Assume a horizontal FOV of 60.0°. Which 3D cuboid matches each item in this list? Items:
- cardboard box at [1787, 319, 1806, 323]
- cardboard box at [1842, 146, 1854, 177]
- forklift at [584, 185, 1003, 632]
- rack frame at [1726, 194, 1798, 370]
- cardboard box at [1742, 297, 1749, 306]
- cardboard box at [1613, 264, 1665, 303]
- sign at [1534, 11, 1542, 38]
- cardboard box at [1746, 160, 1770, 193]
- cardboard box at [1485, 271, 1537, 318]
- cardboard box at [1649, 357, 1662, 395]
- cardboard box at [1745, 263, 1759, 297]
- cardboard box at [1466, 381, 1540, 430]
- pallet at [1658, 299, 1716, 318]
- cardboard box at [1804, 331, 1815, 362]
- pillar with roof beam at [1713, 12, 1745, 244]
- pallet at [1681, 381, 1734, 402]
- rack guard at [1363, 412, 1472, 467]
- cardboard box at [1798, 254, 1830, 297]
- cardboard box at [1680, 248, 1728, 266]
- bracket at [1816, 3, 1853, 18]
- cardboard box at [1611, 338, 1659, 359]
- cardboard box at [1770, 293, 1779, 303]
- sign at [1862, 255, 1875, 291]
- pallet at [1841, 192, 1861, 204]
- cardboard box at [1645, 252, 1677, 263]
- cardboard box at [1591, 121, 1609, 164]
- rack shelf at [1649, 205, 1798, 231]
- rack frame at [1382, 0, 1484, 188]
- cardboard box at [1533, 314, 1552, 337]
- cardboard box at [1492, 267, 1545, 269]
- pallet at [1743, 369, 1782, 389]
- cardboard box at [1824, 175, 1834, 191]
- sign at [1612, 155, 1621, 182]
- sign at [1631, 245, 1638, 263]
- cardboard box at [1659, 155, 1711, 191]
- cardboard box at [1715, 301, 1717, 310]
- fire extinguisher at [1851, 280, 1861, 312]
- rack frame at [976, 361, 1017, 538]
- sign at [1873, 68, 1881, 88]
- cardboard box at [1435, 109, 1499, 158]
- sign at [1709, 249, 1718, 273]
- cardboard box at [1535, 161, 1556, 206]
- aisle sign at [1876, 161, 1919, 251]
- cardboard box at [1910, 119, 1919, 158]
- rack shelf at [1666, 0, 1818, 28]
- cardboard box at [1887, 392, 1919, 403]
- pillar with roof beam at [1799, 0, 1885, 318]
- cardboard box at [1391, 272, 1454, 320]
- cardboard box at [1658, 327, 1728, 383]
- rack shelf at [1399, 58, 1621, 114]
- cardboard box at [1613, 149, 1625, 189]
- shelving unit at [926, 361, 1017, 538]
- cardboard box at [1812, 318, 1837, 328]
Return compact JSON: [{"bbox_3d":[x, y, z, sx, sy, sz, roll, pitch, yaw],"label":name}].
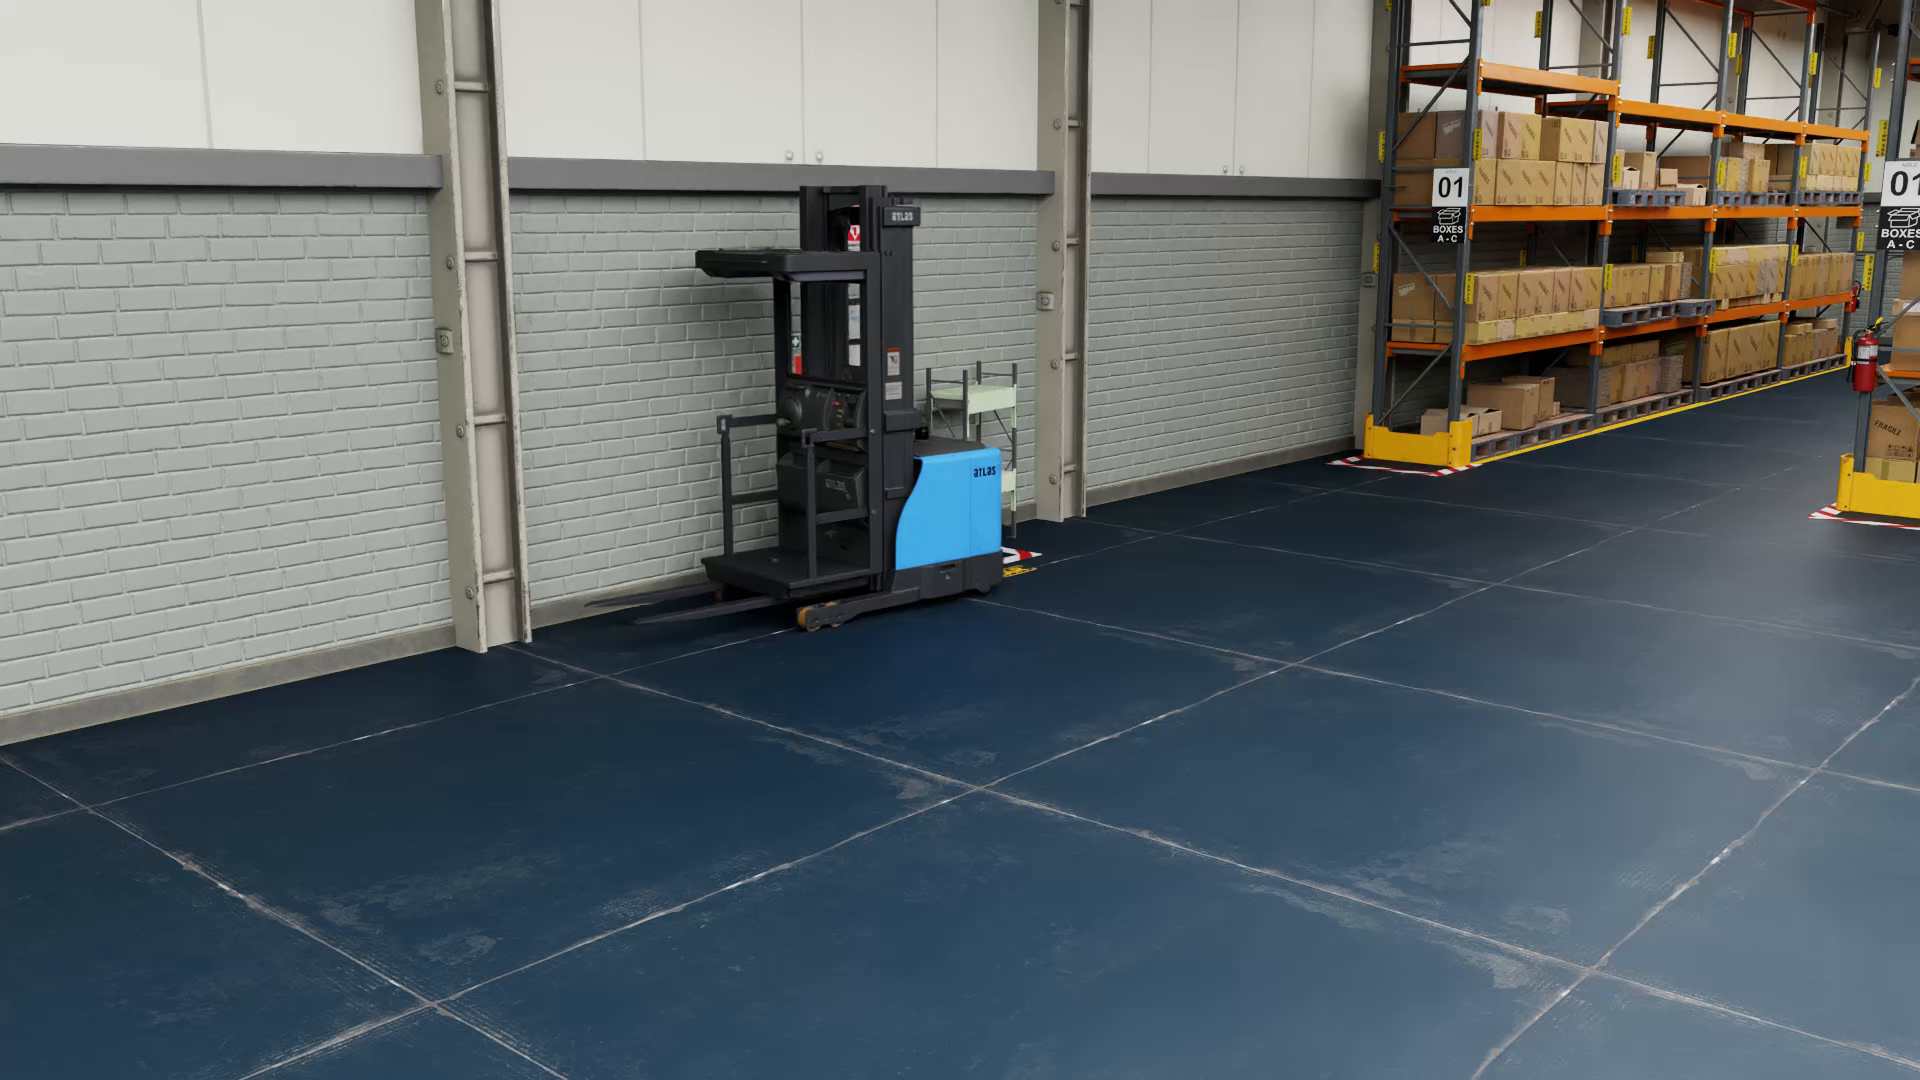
[{"bbox_3d":[14.673,-3.819,29.325,0.380,0.149,0.250,10,15,41],"label":"cardboard box"},{"bbox_3d":[15.010,-6.508,28.621,0.500,0.500,0.500,10,15,42],"label":"cardboard box"},{"bbox_3d":[-1.121,-0.938,11.426,3.031,2.935,1.130,-10,15,-41],"label":"forklift"},{"bbox_3d":[12.987,-4.115,27.155,1.000,3.000,0.127,10,15,40],"label":"rack frame"},{"bbox_3d":[11.920,-3.696,25.650,0.380,0.149,0.250,10,15,42],"label":"cardboard box"},{"bbox_3d":[9.238,-3.535,22.871,0.700,0.500,0.500,10,15,40],"label":"cardboard box"},{"bbox_3d":[7.285,-6.486,20.923,0.100,0.325,0.005,10,15,40],"label":"sign"},{"bbox_3d":[12.323,-5.735,26.232,0.700,0.500,0.500,9,14,37],"label":"cardboard box"},{"bbox_3d":[6.286,-2.831,19.146,0.500,0.500,0.500,9,14,39],"label":"cardboard box"},{"bbox_3d":[9.483,-2.343,23.542,0.700,0.500,0.500,10,15,40],"label":"cardboard box"},{"bbox_3d":[11.878,-3.996,25.493,0.500,0.500,0.500,10,15,42],"label":"cardboard box"},{"bbox_3d":[6.488,-1.615,19.897,0.700,0.500,0.500,9,14,37],"label":"cardboard box"},{"bbox_3d":[9.956,-3.314,23.634,1.213,0.211,1.003,10,15,40],"label":"pallet"},{"bbox_3d":[14.232,-3.341,28.588,0.700,0.500,0.500,10,15,42],"label":"cardboard box"},{"bbox_3d":[16.033,-6.715,24.857,9.100,9.000,0.548,10,15,40],"label":"pillar with roof beam"},{"bbox_3d":[10.923,-2.265,25.014,1.003,0.211,1.213,10,15,40],"label":"pallet"},{"bbox_3d":[5.115,-1.135,18.617,1.175,0.500,0.348,10,15,40],"label":"rack guard"},{"bbox_3d":[14.316,-4.555,28.591,0.980,0.700,0.700,9,14,38],"label":"cardboard box"},{"bbox_3d":[10.858,-4.137,24.283,0.500,0.250,0.500,10,15,42],"label":"cardboard box"},{"bbox_3d":[15.040,-9.431,29.265,0.076,0.066,4.783,10,15,40],"label":"bracket"},{"bbox_3d":[9.487,-2.696,23.394,0.500,0.250,0.500,10,15,41],"label":"cardboard box"},{"bbox_3d":[12.827,-3.875,26.544,0.380,0.149,0.250,10,15,41],"label":"cardboard box"},{"bbox_3d":[8.390,-2.466,15.337,0.100,0.325,0.005,10,15,40],"label":"sign"},{"bbox_3d":[15.145,-6.020,29.263,1.003,0.211,1.213,10,15,40],"label":"pallet"},{"bbox_3d":[9.940,-4.005,23.572,0.380,0.149,0.250,7,13,31],"label":"cardboard box"},{"bbox_3d":[7.579,-4.849,20.314,0.500,0.500,0.500,8,14,36],"label":"cardboard box"},{"bbox_3d":[11.666,-4.939,25.459,1.077,0.370,4.000,10,15,40],"label":"rack shelf"},{"bbox_3d":[5.065,-5.291,17.728,1.000,3.000,0.127,10,15,40],"label":"rack frame"},{"bbox_3d":[6.634,-2.543,19.617,0.500,0.250,0.500,10,15,41],"label":"cardboard box"},{"bbox_3d":[6.894,-3.124,20.612,0.500,0.500,0.500,10,15,40],"label":"cardboard box"},{"bbox_3d":[12.534,-2.624,26.811,1.003,0.211,1.213,10,15,40],"label":"pallet"},{"bbox_3d":[14.321,-5.984,27.912,0.500,0.250,0.500,9,15,39],"label":"cardboard box"},{"bbox_3d":[8.118,-4.593,20.572,0.100,0.325,0.005,10,15,40],"label":"sign"},{"bbox_3d":[9.927,-4.166,24.452,0.100,0.325,0.005,10,15,40],"label":"sign"},{"bbox_3d":[10.617,-5.340,24.250,0.700,0.500,0.500,8,14,36],"label":"cardboard box"},{"bbox_3d":[10.910,-3.468,24.504,0.380,0.149,0.250,10,15,41],"label":"cardboard box"},{"bbox_3d":[16.073,-4.445,29.958,0.296,0.674,0.183,10,15,40],"label":"fire extinguisher"},{"bbox_3d":[0.312,-0.773,14.251,0.400,1.500,0.023,8,14,34],"label":"rack frame"},{"bbox_3d":[16.025,-8.070,29.053,0.100,0.325,0.005,10,15,40],"label":"sign"},{"bbox_3d":[5.502,-4.395,18.039,0.500,0.500,0.500,8,14,36],"label":"cardboard box"},{"bbox_3d":[10.760,-3.987,23.759,0.100,0.325,0.005,10,15,40],"label":"sign"},{"bbox_3d":[6.532,-4.129,19.261,0.500,0.500,0.500,11,16,44],"label":"cardboard box"},{"bbox_3d":[8.525,-3.013,14.999,0.394,0.787,0.004,10,15,40],"label":"aisle sign"},{"bbox_3d":[9.171,-3.590,15.174,0.637,0.503,0.797,-11,16,-44],"label":"cardboard box"},{"bbox_3d":[11.666,-8.040,24.839,1.077,0.370,4.000,10,15,40],"label":"rack shelf"},{"bbox_3d":[9.568,-1.201,16.600,0.500,0.500,0.500,10,15,40],"label":"cardboard box"},{"bbox_3d":[19.993,-7.598,29.276,9.100,9.000,0.548,10,15,40],"label":"pillar with roof beam"},{"bbox_3d":[5.217,-2.750,18.740,0.500,0.500,0.500,10,15,40],"label":"cardboard box"},{"bbox_3d":[10.930,-2.769,24.835,0.750,0.750,0.750,10,15,40],"label":"cardboard box"},{"bbox_3d":[6.385,-5.231,19.272,1.077,0.370,4.000,10,15,40],"label":"rack shelf"},{"bbox_3d":[8.127,-4.734,21.269,0.500,0.500,0.500,-9,15,-39],"label":"cardboard box"},{"bbox_3d":[0.103,-0.714,13.957,0.431,1.500,0.755,8,14,34],"label":"shelving unit"},{"bbox_3d":[15.292,-3.843,29.449,0.380,0.149,0.250,10,15,40],"label":"cardboard box"}]
